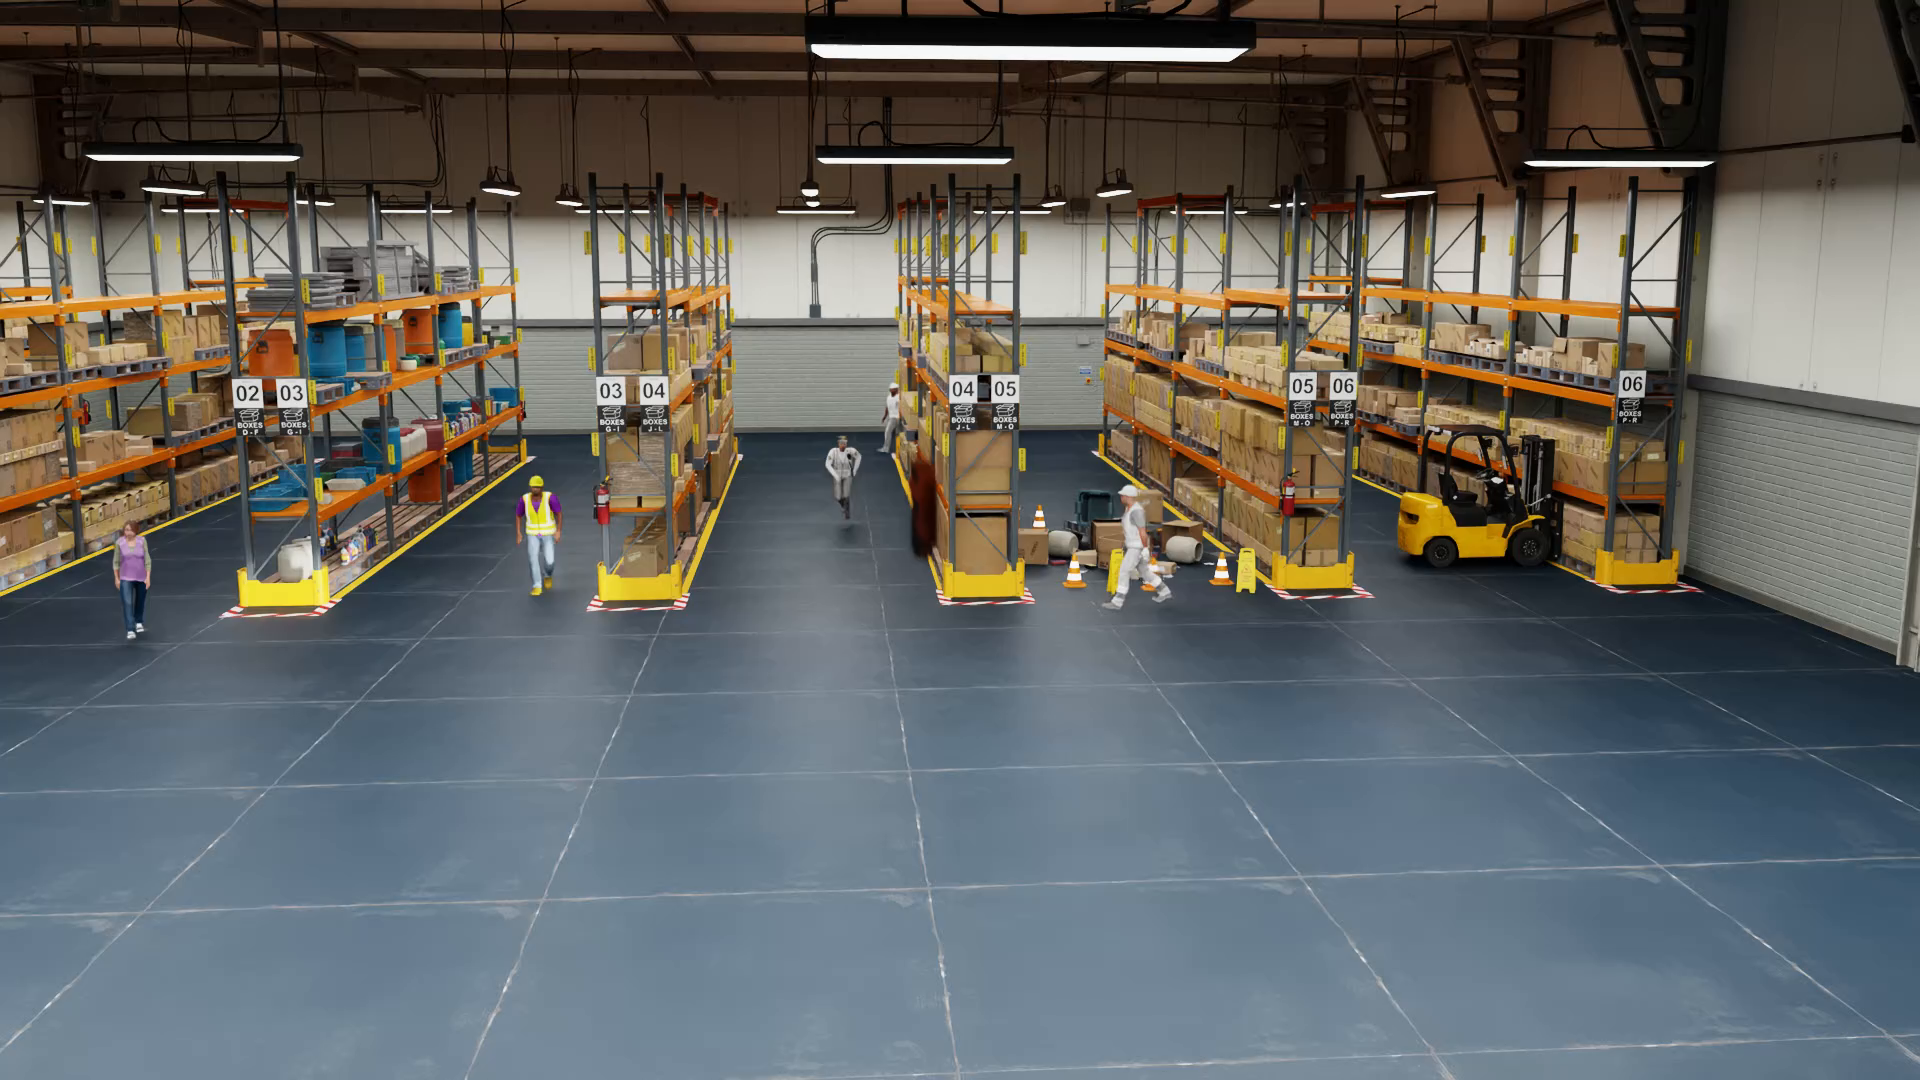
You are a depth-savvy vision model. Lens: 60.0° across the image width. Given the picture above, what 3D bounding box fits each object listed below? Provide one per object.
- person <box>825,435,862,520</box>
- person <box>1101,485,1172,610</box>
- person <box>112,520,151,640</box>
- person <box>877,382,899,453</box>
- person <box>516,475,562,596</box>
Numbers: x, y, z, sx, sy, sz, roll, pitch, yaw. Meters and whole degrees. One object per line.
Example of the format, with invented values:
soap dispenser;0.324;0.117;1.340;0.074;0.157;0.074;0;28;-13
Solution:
person;-2.072;-1.123;29.674;0.613;1.557;0.710;1;10;5
person;2.468;0.102;23.109;1.057;1.744;0.617;-2;10;-10
person;-10.590;0.499;21.318;0.429;1.533;1.022;-7;12;-36
person;-1.562;-3.012;40.759;1.052;1.725;0.527;-3;10;-17
person;-6.128;-0.092;24.252;0.672;1.746;0.619;-1;10;-6
